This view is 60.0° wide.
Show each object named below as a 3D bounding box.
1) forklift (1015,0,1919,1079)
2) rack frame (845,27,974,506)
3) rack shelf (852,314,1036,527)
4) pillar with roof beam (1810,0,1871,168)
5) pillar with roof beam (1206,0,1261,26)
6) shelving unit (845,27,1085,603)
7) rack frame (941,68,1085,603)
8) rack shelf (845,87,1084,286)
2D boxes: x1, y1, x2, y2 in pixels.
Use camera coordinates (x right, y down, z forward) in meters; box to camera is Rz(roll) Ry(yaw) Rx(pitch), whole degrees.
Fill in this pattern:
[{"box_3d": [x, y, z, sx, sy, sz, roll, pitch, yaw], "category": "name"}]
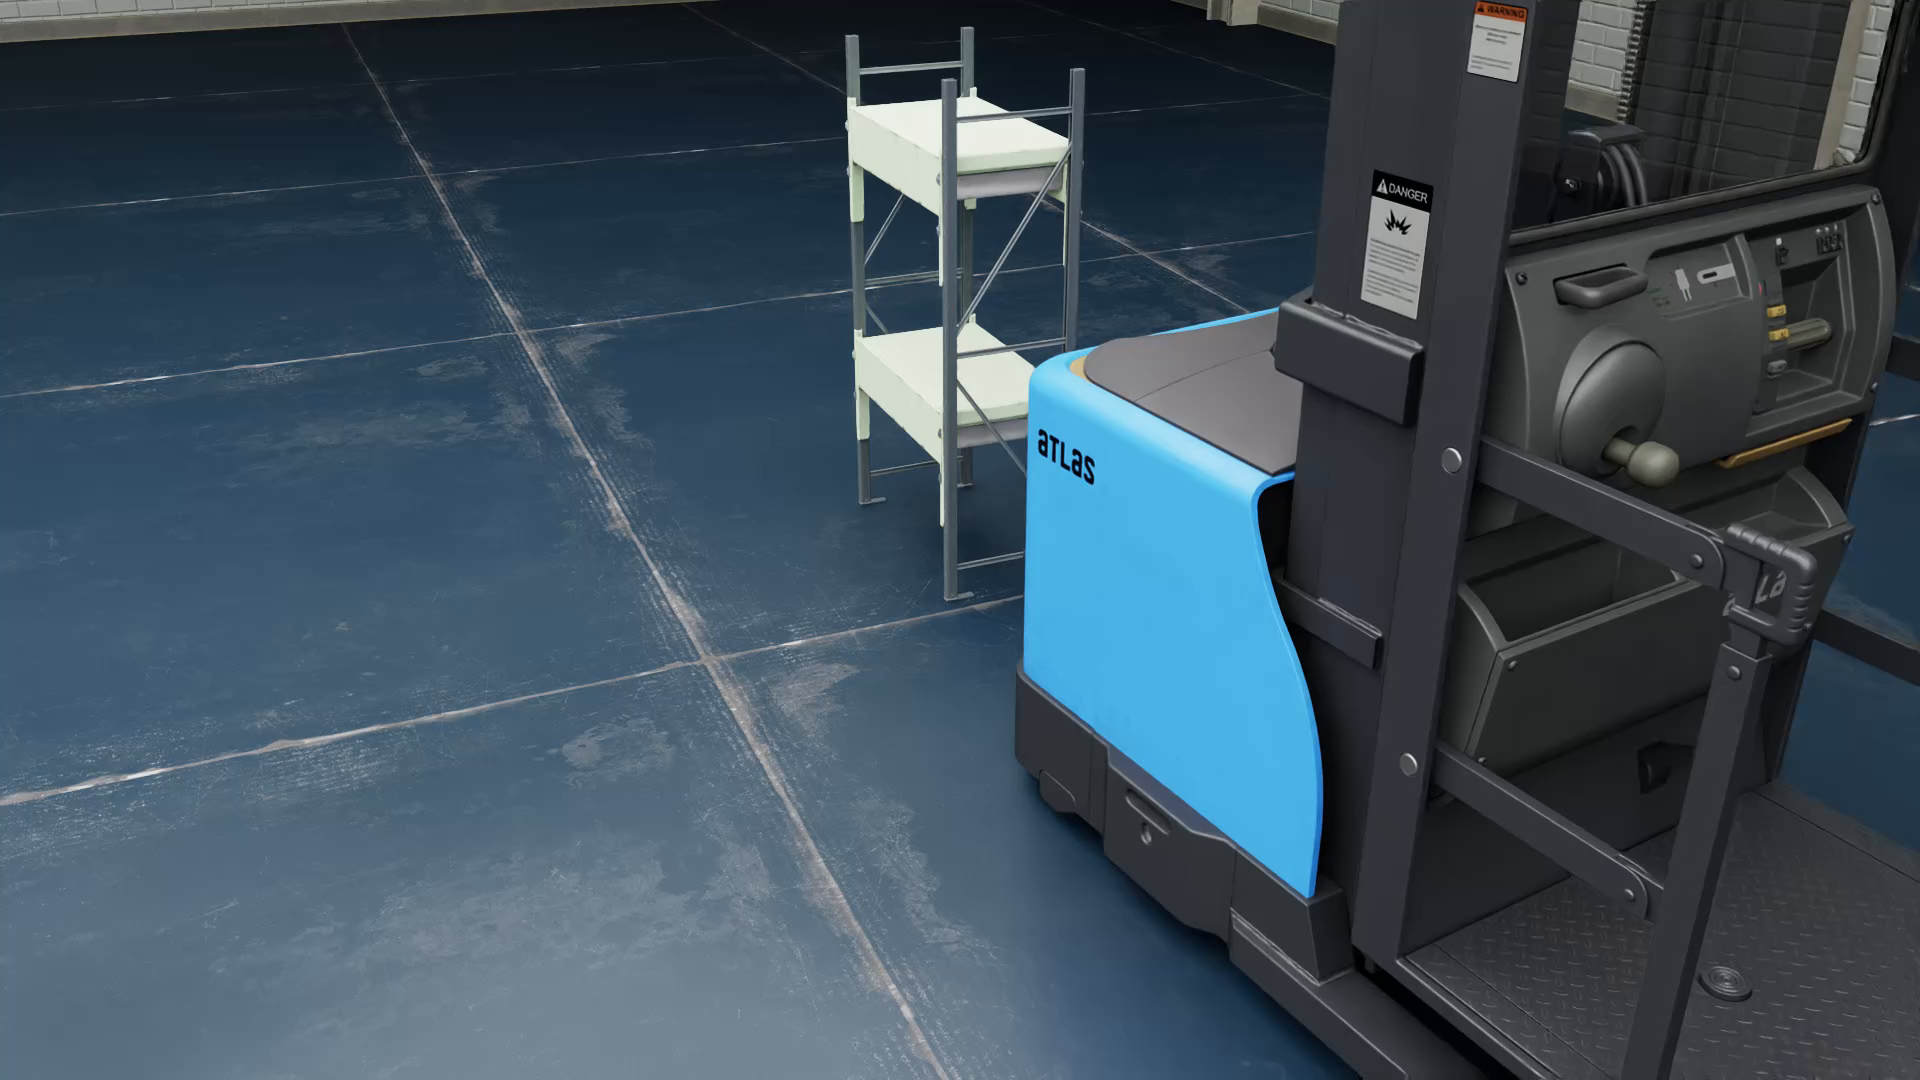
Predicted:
[{"box_3d": [1.331, -0.305, 2.533, 1.130, 2.935, 3.031, -15, 30, -28], "category": "forklift"}, {"box_3d": [-0.146, -0.824, 5.229, 0.400, 1.500, 0.023, -11, 28, -21], "category": "rack frame"}, {"box_3d": [-0.003, -0.384, 5.069, 0.431, 0.370, 0.720, -11, 28, -21], "category": "rack shelf"}, {"box_3d": [0.776, -5.417, 6.089, 9.100, 9.000, 0.400, -11, 28, -21], "category": "pillar with roof beam"}, {"box_3d": [-1.574, -7.840, 11.050, 9.100, 9.000, 0.400, -11, 28, -21], "category": "pillar with roof beam"}, {"box_3d": [-0.003, -0.677, 4.926, 0.431, 1.500, 0.755, -11, 28, -21], "category": "shelving unit"}, {"box_3d": [0.141, -0.529, 4.624, 0.400, 1.500, 0.023, -11, 28, -21], "category": "rack frame"}, {"box_3d": [-0.003, -1.027, 4.755, 0.431, 0.370, 0.720, -11, 28, -21], "category": "rack shelf"}]
